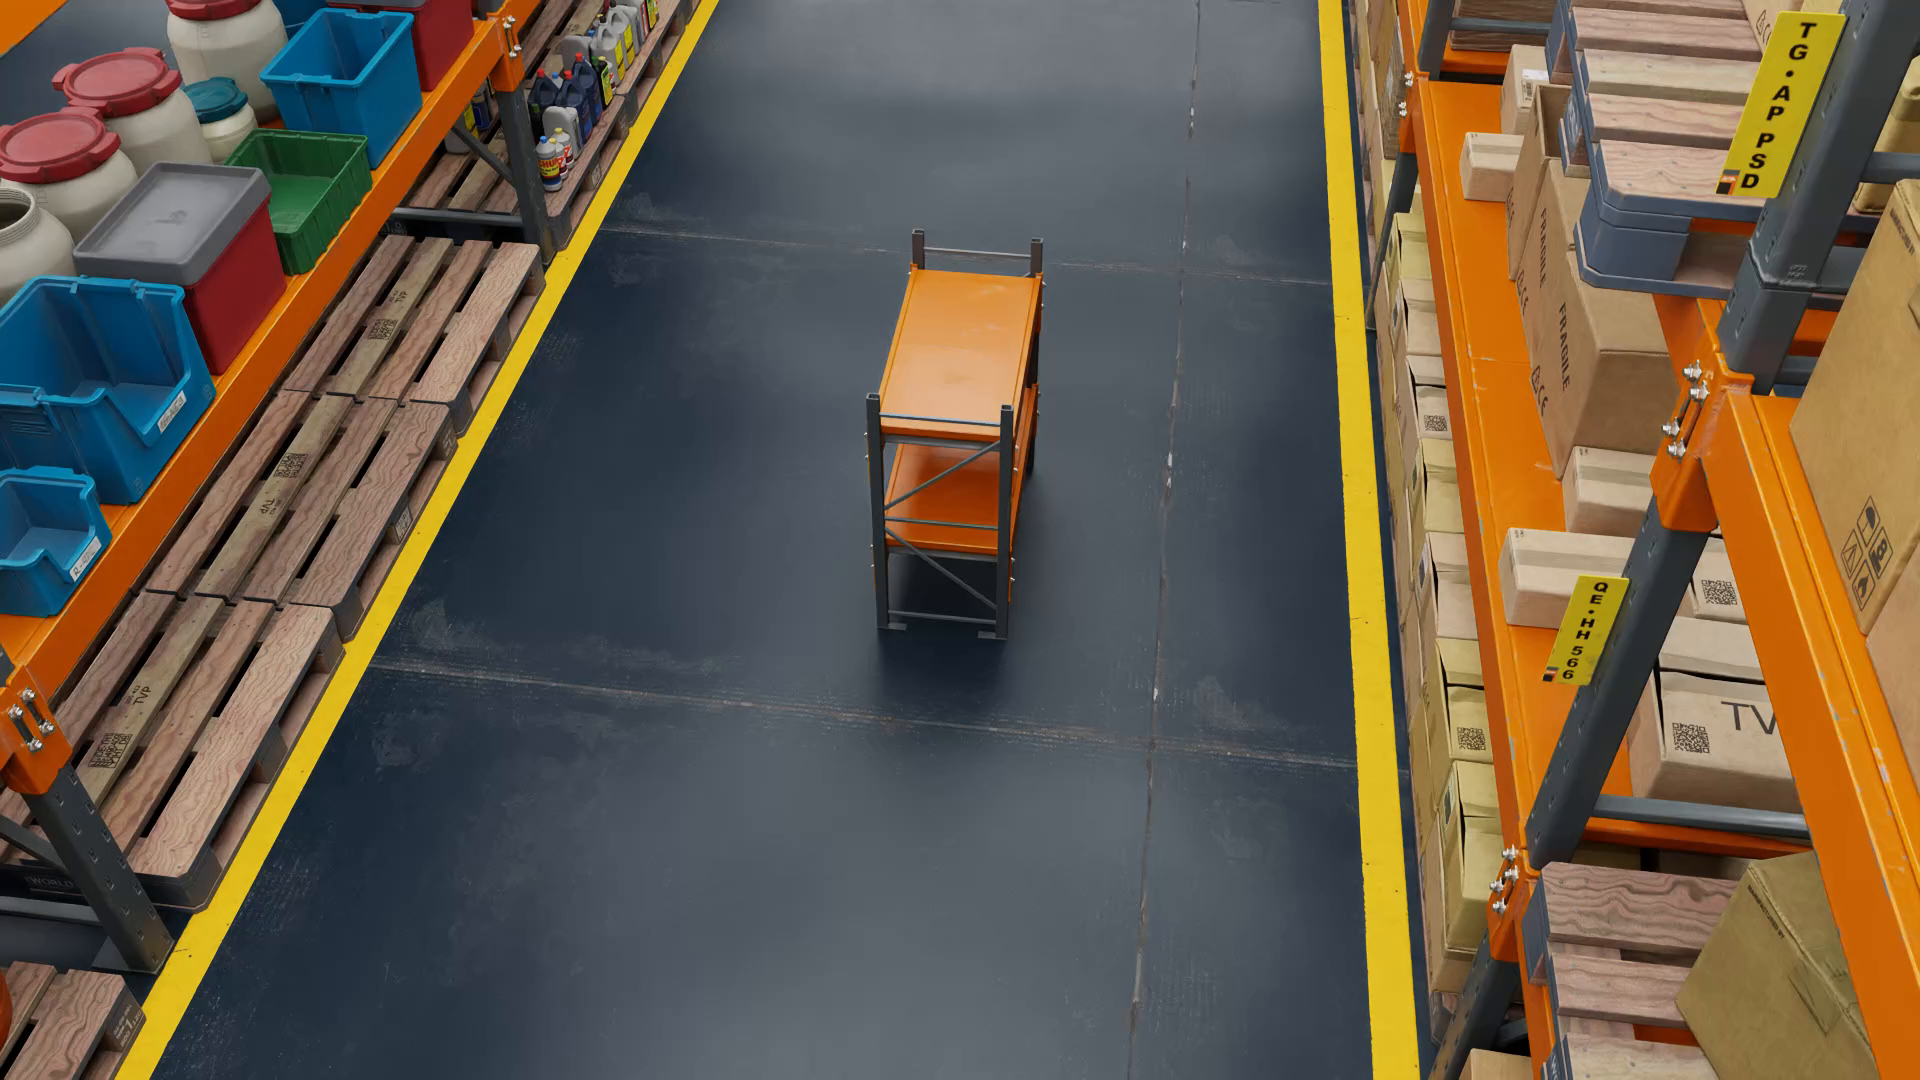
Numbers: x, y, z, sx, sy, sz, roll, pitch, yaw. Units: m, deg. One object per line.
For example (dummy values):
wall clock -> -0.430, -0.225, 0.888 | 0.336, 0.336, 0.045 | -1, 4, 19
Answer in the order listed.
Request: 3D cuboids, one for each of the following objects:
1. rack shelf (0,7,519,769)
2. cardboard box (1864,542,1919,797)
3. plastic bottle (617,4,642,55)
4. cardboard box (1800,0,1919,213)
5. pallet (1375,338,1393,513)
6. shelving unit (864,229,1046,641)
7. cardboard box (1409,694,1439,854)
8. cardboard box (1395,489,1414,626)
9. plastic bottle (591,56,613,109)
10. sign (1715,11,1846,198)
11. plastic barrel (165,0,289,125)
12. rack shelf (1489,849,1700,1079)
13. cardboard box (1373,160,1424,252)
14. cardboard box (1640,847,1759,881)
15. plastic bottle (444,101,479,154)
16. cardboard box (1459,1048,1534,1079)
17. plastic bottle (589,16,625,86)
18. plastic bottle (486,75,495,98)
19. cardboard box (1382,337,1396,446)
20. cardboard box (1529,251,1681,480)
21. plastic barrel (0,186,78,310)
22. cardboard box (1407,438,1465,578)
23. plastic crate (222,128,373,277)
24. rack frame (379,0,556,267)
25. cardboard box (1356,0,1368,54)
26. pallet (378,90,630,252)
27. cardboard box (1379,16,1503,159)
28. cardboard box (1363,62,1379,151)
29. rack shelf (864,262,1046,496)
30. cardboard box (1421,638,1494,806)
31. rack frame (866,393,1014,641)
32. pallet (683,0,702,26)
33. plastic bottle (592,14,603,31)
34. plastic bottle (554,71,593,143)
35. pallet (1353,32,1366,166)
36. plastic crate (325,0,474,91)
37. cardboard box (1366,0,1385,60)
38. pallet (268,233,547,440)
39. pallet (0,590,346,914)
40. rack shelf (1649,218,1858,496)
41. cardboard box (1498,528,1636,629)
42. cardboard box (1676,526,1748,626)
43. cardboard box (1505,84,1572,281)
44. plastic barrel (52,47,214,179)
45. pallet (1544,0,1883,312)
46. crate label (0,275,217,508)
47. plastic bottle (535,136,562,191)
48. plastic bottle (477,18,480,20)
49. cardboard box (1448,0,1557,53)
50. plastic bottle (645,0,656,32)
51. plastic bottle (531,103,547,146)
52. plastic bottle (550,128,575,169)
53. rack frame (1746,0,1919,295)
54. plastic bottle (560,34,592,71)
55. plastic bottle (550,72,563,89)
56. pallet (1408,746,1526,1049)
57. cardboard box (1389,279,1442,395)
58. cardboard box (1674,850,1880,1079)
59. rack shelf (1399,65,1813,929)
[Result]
rack shelf -> -2.773, -0.892, 6.034 | 1.077, 0.370, 4.000 | 5, 44, 6
cardboard box -> 1.781, 0.185, 2.118 | 0.910, 0.500, 0.500 | 5, 44, 6
plastic bottle -> -1.866, -2.858, 9.247 | 0.152, 0.276, 0.135 | 4, 44, 4
cardboard box -> 1.877, -0.839, 3.076 | 0.500, 0.250, 0.500 | 2, 43, 2
pallet -> 2.342, -0.545, 7.172 | 1.003, 0.211, 1.213 | 5, 44, 6
shelving unit -> -0.001, -0.404, 6.358 | 0.538, 1.125, 1.048 | 5, 44, 6
cardboard box -> 1.765, 0.776, 5.443 | 0.500, 0.250, 0.500 | 5, 44, 5
cardboard box -> 1.899, 0.083, 6.175 | 0.500, 0.250, 0.500 | 6, 44, 6
plastic bottle -> -1.902, -2.439, 8.800 | 0.061, 0.283, 0.133 | 7, 44, 7
sign -> 1.323, -0.699, 2.691 | 0.100, 0.325, 0.005 | 5, 44, 6
plastic barrel -> -2.852, -1.933, 6.511 | 0.433, 0.535, 0.433 | 0, 43, 0
rack shelf -> 1.608, 2.287, 2.676 | 1.077, 0.370, 4.000 | 5, 44, 6
cardboard box -> 2.246, -1.553, 7.903 | 0.500, 0.250, 0.500 | 5, 44, 6
cardboard box -> 2.233, 0.975, 4.825 | 0.500, 0.311, 0.500 | 7, 44, 7
plastic bottle -> -2.566, -2.166, 8.463 | 0.144, 0.351, 0.185 | 5, 44, 6
cardboard box -> 1.529, 1.695, 4.276 | 0.500, 0.500, 0.500 | 7, 44, 7
plastic bottle -> -1.909, -2.645, 8.968 | 0.144, 0.351, 0.185 | 5, 44, 5
plastic bottle -> -2.536, -2.514, 8.879 | 0.061, 0.283, 0.133 | 5, 44, 6
cardboard box -> 2.033, -0.617, 6.914 | 0.500, 0.250, 0.500 | 6, 44, 7
cardboard box -> 2.078, -0.519, 5.043 | 0.500, 0.500, 0.500 | 3, 44, 3
plastic barrel -> -3.057, -0.838, 5.372 | 0.421, 0.512, 0.421 | 0, 43, 0
cardboard box -> 1.898, -0.114, 5.976 | 0.500, 0.311, 0.500 | 6, 44, 7
plastic crate -> -2.459, -1.227, 6.018 | 0.450, 0.188, 0.662 | 5, 44, 6
rack frame -> -2.508, -2.516, 7.226 | 1.000, 3.000, 0.127 | 5, 44, 6
cardboard box -> 2.510, -2.916, 9.343 | 0.500, 0.250, 0.500 | 5, 44, 6
pallet -> -2.378, -1.958, 8.664 | 1.003, 0.211, 1.213 | 5, 44, 6
cardboard box -> 2.324, -2.165, 8.004 | 0.500, 0.500, 0.500 | 5, 44, 6
cardboard box -> 2.373, -2.235, 8.623 | 0.500, 0.250, 0.500 | 5, 44, 6
rack shelf -> -0.001, -0.616, 6.157 | 0.538, 0.278, 1.000 | 5, 44, 6
cardboard box -> 1.760, 0.571, 5.252 | 0.500, 0.311, 0.500 | 5, 44, 5
rack frame -> -0.068, -0.057, 5.992 | 0.500, 1.125, 0.032 | 5, 44, 6
pallet -> -2.055, -3.620, 10.420 | 1.003, 0.211, 1.213 | 5, 44, 6
plastic bottle -> -1.993, -2.829, 9.272 | 0.097, 0.201, 0.097 | 0, 43, 0
plastic bottle -> -1.990, -2.226, 8.526 | 0.144, 0.351, 0.185 | 6, 44, 7
pallet -> 2.707, -2.423, 9.155 | 1.003, 0.211, 1.213 | 5, 44, 6
plastic crate -> -2.269, -2.182, 6.826 | 0.402, 0.464, 0.583 | 5, 44, 6
cardboard box -> 2.438, -2.849, 8.726 | 0.500, 0.500, 0.500 | 5, 44, 6
pallet -> -2.574, -0.965, 7.616 | 1.003, 0.211, 1.213 | 5, 44, 6
pallet -> -2.896, 0.698, 5.859 | 1.003, 0.211, 1.213 | 5, 44, 6
rack shelf -> 2.137, -1.528, 4.524 | 1.077, 0.370, 4.000 | 5, 44, 6
cardboard box -> 1.717, 0.116, 4.629 | 0.380, 0.149, 0.250 | 5, 44, 6
cardboard box -> 2.183, 0.103, 4.524 | 0.500, 0.311, 0.500 | 5, 44, 5
cardboard box -> 2.214, -1.219, 5.783 | 0.500, 0.500, 0.500 | 8, 44, 9
plastic barrel -> -2.949, -1.433, 5.983 | 0.433, 0.535, 0.433 | 0, 43, 0
pallet -> 1.874, -0.829, 3.399 | 1.213, 0.211, 1.003 | 7, 44, 7
crate label -> -2.638, -0.455, 5.024 | 0.502, 0.435, 0.616 | 5, 44, 6
plastic bottle -> -2.032, -1.863, 8.200 | 0.097, 0.271, 0.097 | 0, 43, 0
plastic bottle -> -2.613, -2.764, 9.152 | 0.097, 0.271, 0.097 | 0, 43, 0
cardboard box -> 2.454, -2.403, 7.033 | 0.700, 0.500, 0.500 | 4, 44, 4
plastic bottle -> -1.785, -3.043, 9.438 | 0.061, 0.283, 0.133 | 6, 44, 7
plastic bottle -> -2.122, -2.099, 8.441 | 0.061, 0.283, 0.133 | 5, 44, 6
plastic bottle -> -2.005, -1.976, 8.370 | 0.097, 0.201, 0.097 | 0, 43, 0
rack frame -> 1.872, -1.516, 1.806 | 1.000, 3.000, 0.127 | 5, 44, 6
plastic bottle -> -2.059, -2.614, 8.990 | 0.152, 0.276, 0.135 | 5, 44, 6
plastic bottle -> -2.091, -2.307, 8.670 | 0.097, 0.271, 0.097 | 0, 43, 0
pallet -> 2.020, 1.118, 5.416 | 1.003, 0.211, 1.213 | 5, 44, 6
cardboard box -> 2.028, -0.821, 6.722 | 0.500, 0.311, 0.500 | 5, 44, 5
cardboard box -> 1.901, 0.913, 3.226 | 0.700, 0.500, 0.500 | -8, 44, -9
rack shelf -> 2.137, -0.439, 5.555 | 1.077, 0.370, 4.000 | 5, 44, 6
